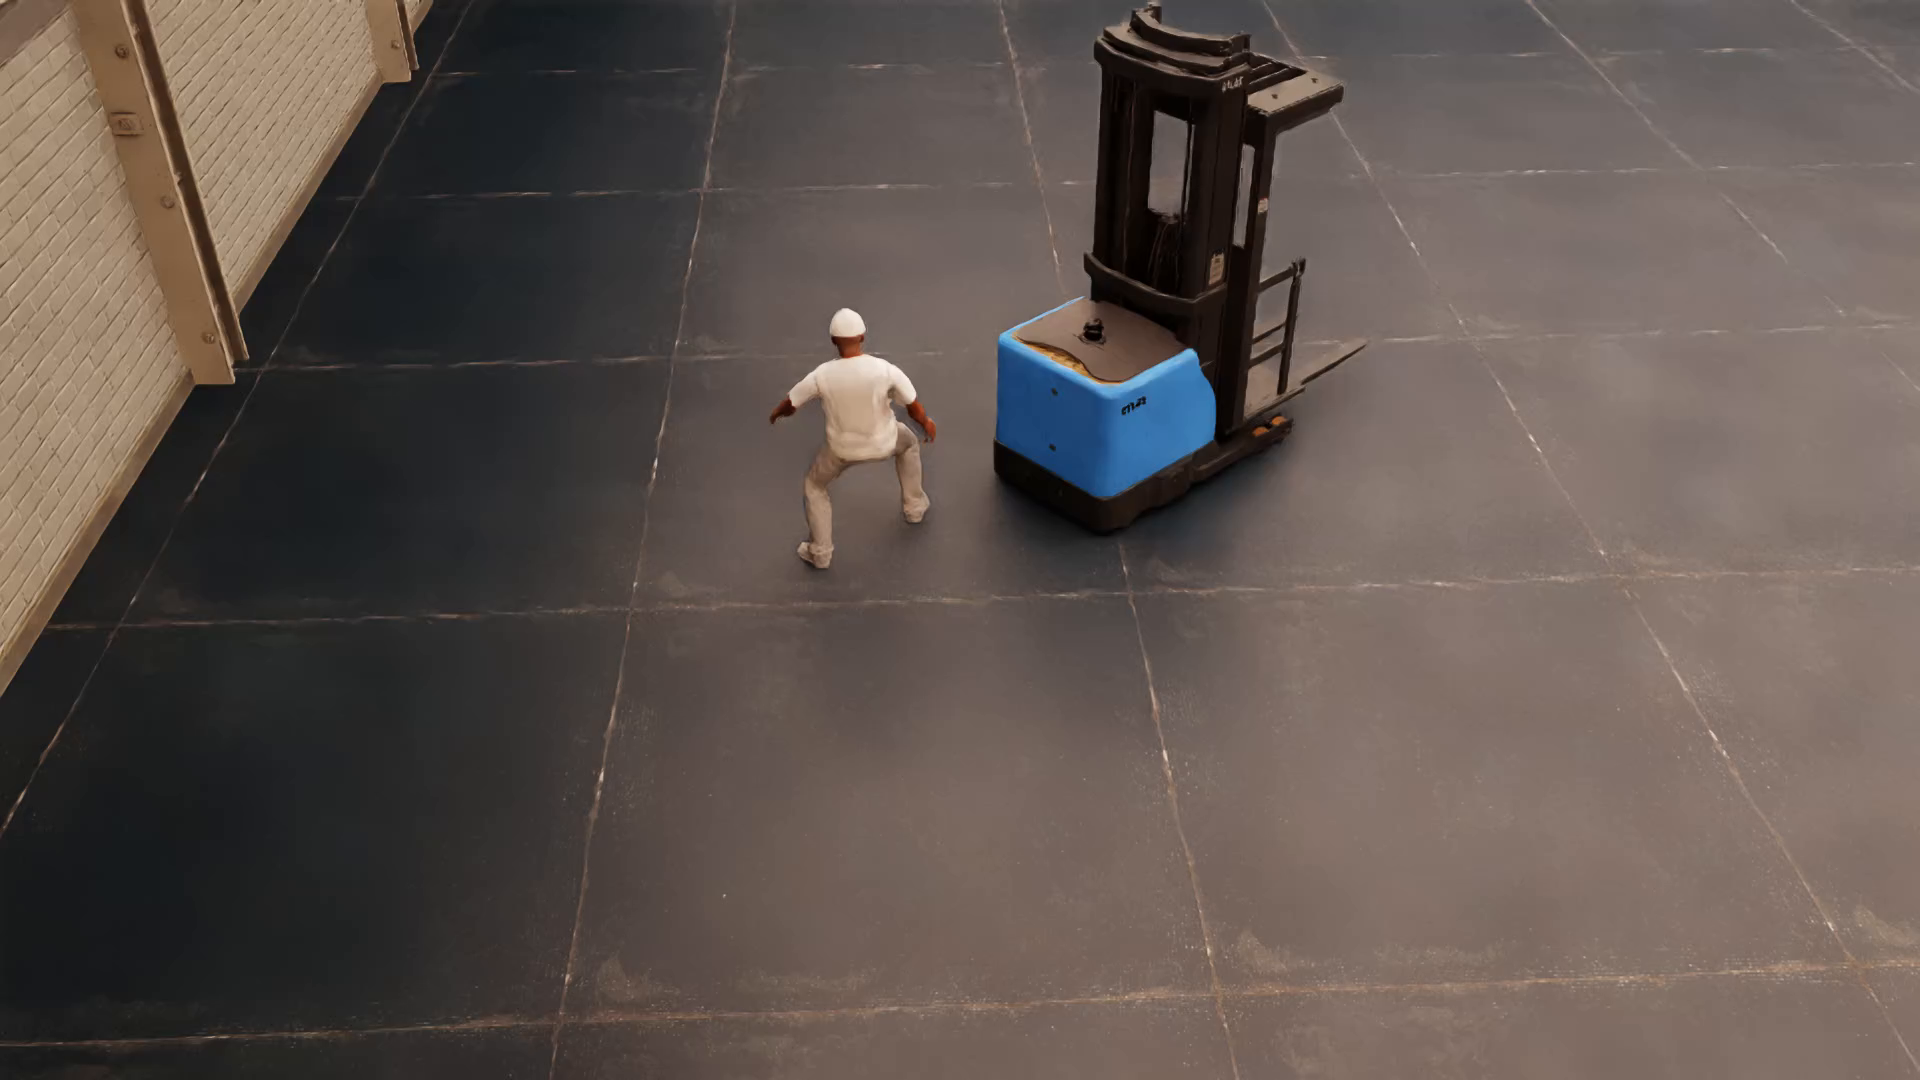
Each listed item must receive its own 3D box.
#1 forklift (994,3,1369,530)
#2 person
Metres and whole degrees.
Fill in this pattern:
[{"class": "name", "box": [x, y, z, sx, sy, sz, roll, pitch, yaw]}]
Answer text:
[{"class": "forklift", "box": [1.645, -1.994, 10.748, 3.031, 2.935, 1.130, -29, 45, -33]}, {"class": "person", "box": [-0.652, -0.671, 10.067, 1.021, 1.631, 0.702, -1, 36, -1]}]
